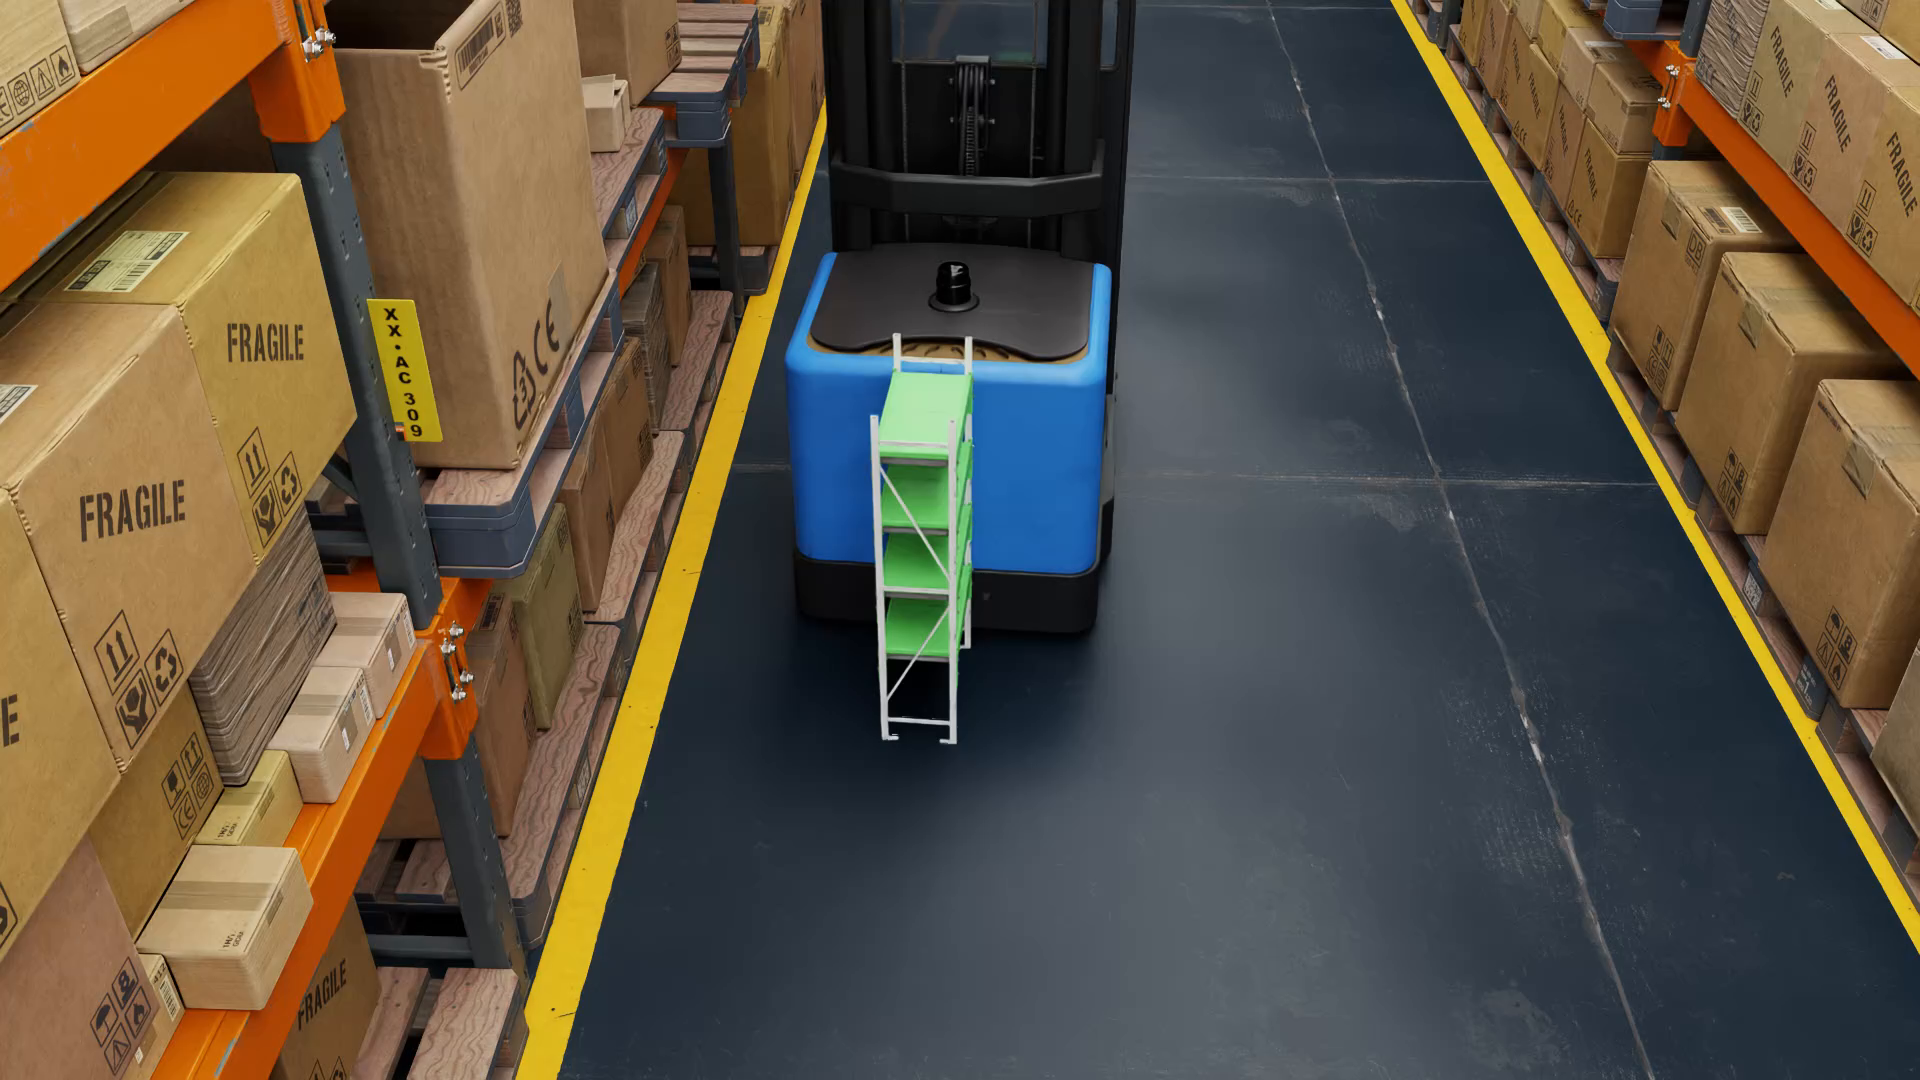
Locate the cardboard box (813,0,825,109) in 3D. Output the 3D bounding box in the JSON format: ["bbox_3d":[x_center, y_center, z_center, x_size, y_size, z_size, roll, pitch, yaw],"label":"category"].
[{"bbox_3d":[-1.389,-3.011,9.409,1.225,0.875,0.875,0,35,0],"label":"cardboard box"}]

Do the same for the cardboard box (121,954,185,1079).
[{"bbox_3d":[-1.515,0.812,2.705,0.380,0.149,0.250,1,35,2],"label":"cardboard box"}]

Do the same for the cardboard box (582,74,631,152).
[{"bbox_3d":[-1.306,-1.445,5.449,0.396,0.266,0.258,0,35,1],"label":"cardboard box"}]

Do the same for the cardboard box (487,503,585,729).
[{"bbox_3d":[-1.586,0.223,5.116,0.700,0.500,0.500,1,35,2],"label":"cardboard box"}]

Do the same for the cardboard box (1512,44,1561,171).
[{"bbox_3d":[3.238,-2.255,8.659,0.500,0.500,0.500,0,35,0],"label":"cardboard box"}]

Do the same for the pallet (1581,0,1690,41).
[{"bbox_3d":[3.365,-2.453,7.298,1.213,0.211,1.003,1,35,2],"label":"pallet"}]

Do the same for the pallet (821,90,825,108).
[{"bbox_3d":[-1.304,-3.004,10.341,1.003,0.211,1.213,1,35,2],"label":"pallet"}]

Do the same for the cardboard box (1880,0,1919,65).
[{"bbox_3d":[3.377,-1.726,5.141,0.700,0.500,0.500,1,35,1],"label":"cardboard box"}]

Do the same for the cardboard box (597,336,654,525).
[{"bbox_3d":[-1.541,-0.419,6.029,0.700,0.500,0.500,4,35,6],"label":"cardboard box"}]

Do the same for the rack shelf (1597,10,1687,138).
[{"bbox_3d":[3.523,-2.974,8.499,1.077,0.370,4.000,1,35,2],"label":"rack shelf"}]

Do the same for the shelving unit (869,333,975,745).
[{"bbox_3d":[-0.107,0.013,5.188,0.258,1.200,0.503,3,35,5],"label":"shelving unit"}]

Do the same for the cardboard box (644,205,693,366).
[{"bbox_3d":[-1.516,-1.064,6.947,0.700,0.500,0.500,0,35,-1],"label":"cardboard box"}]

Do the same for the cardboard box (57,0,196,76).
[{"bbox_3d":[-1.427,-0.892,2.432,0.500,0.250,0.500,3,35,4],"label":"cardboard box"}]

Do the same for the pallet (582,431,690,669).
[{"bbox_3d":[-1.594,-0.003,6.071,1.003,0.211,1.213,1,35,2],"label":"pallet"}]

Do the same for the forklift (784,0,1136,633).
[{"bbox_3d":[0.089,-1.713,6.138,1.130,2.935,3.031,3,35,5],"label":"forklift"}]

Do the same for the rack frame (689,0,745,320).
[{"bbox_3d":[-1.509,-2.292,6.903,1.000,3.000,0.127,1,35,2],"label":"rack frame"}]

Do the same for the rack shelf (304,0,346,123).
[{"bbox_3d":[-1.589,-2.076,4.612,1.077,0.370,4.000,1,35,2],"label":"rack shelf"}]

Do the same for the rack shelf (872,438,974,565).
[{"bbox_3d":[-0.107,-0.131,5.087,0.258,0.148,0.480,3,35,5],"label":"rack shelf"}]

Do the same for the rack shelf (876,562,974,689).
[{"bbox_3d":[-0.107,0.262,5.363,0.258,0.148,0.480,3,35,5],"label":"rack shelf"}]

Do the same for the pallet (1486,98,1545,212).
[{"bbox_3d":[3.527,-2.127,9.092,1.003,0.211,1.213,1,35,2],"label":"pallet"}]

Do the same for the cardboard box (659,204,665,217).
[{"bbox_3d":[-1.506,-1.371,6.731,0.500,0.250,0.500,3,35,4],"label":"cardboard box"}]

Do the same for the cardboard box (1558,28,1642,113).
[{"bbox_3d":[3.218,-2.265,8.020,0.500,0.250,0.500,2,35,3],"label":"cardboard box"}]

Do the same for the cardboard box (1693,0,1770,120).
[{"bbox_3d":[3.155,-1.909,6.270,0.500,0.500,0.500,2,35,2],"label":"cardboard box"}]

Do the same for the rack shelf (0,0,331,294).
[{"bbox_3d":[-1.750,0.222,1.342,1.077,0.370,4.000,1,35,2],"label":"rack shelf"}]

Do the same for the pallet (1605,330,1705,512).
[{"bbox_3d":[3.336,-0.527,6.817,1.003,0.211,1.213,1,35,2],"label":"pallet"}]

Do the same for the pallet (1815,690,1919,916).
[{"bbox_3d":[3.238,0.874,4.822,1.003,0.211,1.213,1,35,2],"label":"pallet"}]

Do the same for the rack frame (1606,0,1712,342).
[{"bbox_3d":[3.443,-2.120,6.657,1.000,3.000,0.127,1,35,2],"label":"rack frame"}]

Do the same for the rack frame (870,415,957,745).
[{"bbox_3d":[-0.131,0.153,4.989,0.240,1.200,0.015,3,35,5],"label":"rack frame"}]

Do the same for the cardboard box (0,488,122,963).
[{"bbox_3d":[-1.453,0.274,2.037,0.500,0.500,0.500,1,35,2],"label":"cardboard box"}]

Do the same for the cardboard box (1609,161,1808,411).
[{"bbox_3d":[3.328,-1.023,6.688,1.050,0.750,0.750,1,35,1],"label":"cardboard box"}]

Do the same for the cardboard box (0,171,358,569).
[{"bbox_3d":[-1.413,-0.301,2.854,0.500,0.500,0.500,1,35,2],"label":"cardboard box"}]

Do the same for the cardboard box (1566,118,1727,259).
[{"bbox_3d":[3.208,-1.653,7.802,0.500,0.500,0.500,1,35,2],"label":"cardboard box"}]

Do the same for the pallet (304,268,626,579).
[{"bbox_3d":[-1.494,-0.351,4.308,1.003,0.211,1.213,1,35,2],"label":"pallet"}]

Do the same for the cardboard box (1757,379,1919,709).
[{"bbox_3d":[3.260,0.014,5.212,1.050,0.750,0.750,1,35,2],"label":"cardboard box"}]

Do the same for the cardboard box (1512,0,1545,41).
[{"bbox_3d":[3.266,-2.856,8.862,0.500,0.250,0.500,3,35,4],"label":"cardboard box"}]

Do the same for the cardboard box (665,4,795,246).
[{"bbox_3d":[-1.461,-1.991,7.956,1.225,0.875,0.875,0,35,0],"label":"cardboard box"}]

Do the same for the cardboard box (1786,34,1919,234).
[{"bbox_3d":[3.117,-1.327,5.442,0.500,0.500,0.500,1,35,2],"label":"cardboard box"}]

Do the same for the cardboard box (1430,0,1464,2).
[{"bbox_3d":[3.279,-3.656,10.958,0.380,0.149,0.250,2,35,2],"label":"cardboard box"}]

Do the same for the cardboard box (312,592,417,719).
[{"bbox_3d":[-1.385,0.239,3.520,0.380,0.149,0.250,1,35,2],"label":"cardboard box"}]

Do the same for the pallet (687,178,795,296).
[{"bbox_3d":[-1.402,-1.603,8.347,1.003,0.211,1.213,1,35,2],"label":"pallet"}]

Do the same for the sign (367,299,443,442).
[{"bbox_3d":[-1.127,-0.340,3.372,0.100,0.325,0.005,1,35,2],"label":"sign"}]

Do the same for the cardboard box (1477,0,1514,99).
[{"bbox_3d":[3.289,-2.844,9.497,0.500,0.500,0.500,3,35,4],"label":"cardboard box"}]

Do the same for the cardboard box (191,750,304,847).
[{"bbox_3d":[-1.474,0.525,3.113,0.380,0.149,0.250,1,35,2],"label":"cardboard box"}]

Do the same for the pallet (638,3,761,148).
[{"bbox_3d":[-1.431,-1.802,6.372,1.213,0.211,1.003,1,35,2],"label":"pallet"}]

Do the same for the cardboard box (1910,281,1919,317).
[{"bbox_3d":[3.077,-0.749,4.620,0.500,0.500,0.500,2,35,2],"label":"cardboard box"}]

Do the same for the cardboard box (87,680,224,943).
[{"bbox_3d":[-1.805,0.387,2.745,0.875,0.500,0.500,1,35,2],"label":"cardboard box"}]
